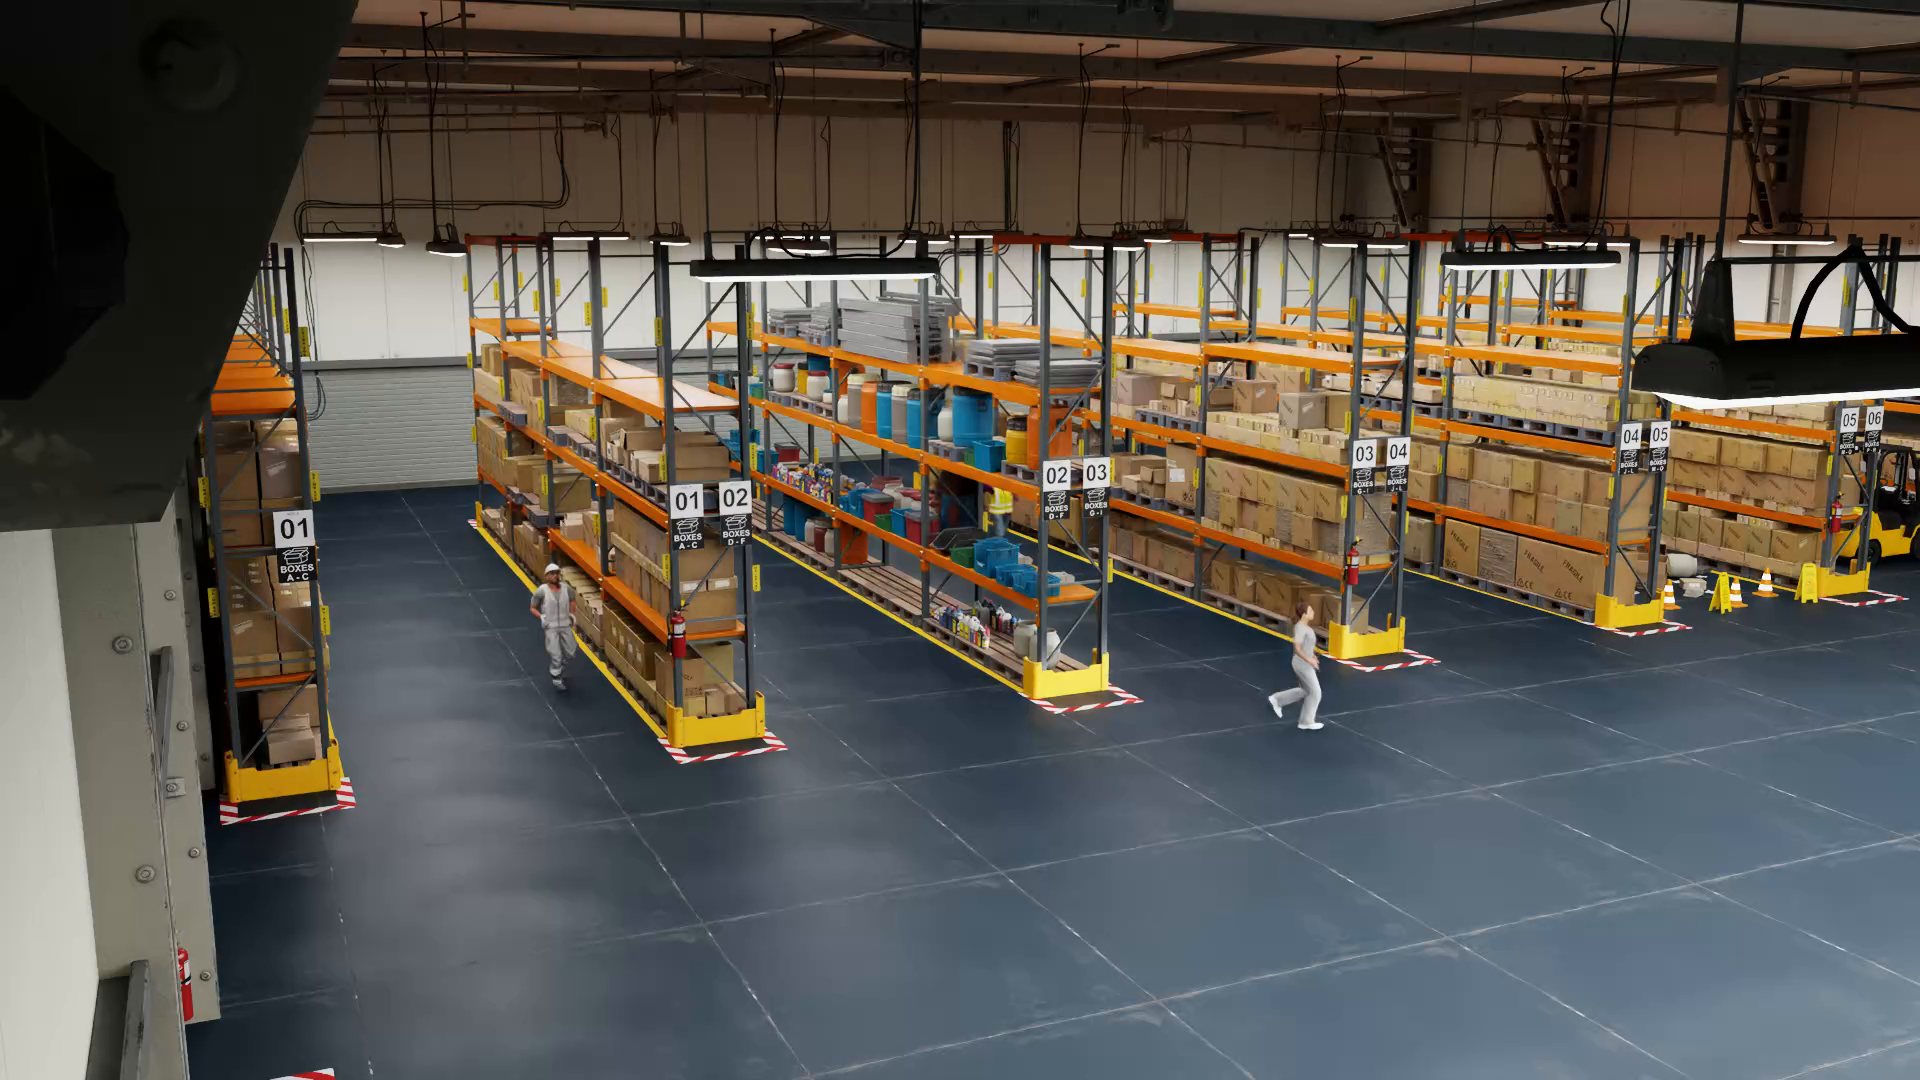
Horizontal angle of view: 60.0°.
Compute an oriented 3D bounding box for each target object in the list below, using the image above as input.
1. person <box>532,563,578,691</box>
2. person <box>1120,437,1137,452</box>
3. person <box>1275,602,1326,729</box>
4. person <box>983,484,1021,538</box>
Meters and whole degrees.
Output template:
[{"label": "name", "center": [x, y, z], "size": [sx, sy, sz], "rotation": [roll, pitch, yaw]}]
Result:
[{"label": "person", "center": [-5.412, 1.184, 22.420], "size": [0.648, 1.740, 0.598], "rotation": [-6, 13, -30]}, {"label": "person", "center": [4.331, -2.489, 41.685], "size": [0.724, 1.674, 0.647], "rotation": [2, 11, 12]}, {"label": "person", "center": [4.261, 1.565, 20.777], "size": [0.601, 1.623, 0.609], "rotation": [2, 11, 9]}, {"label": "person", "center": [0.760, -0.440, 29.098], "size": [0.693, 1.796, 0.856], "rotation": [-6, 13, -30]}]
